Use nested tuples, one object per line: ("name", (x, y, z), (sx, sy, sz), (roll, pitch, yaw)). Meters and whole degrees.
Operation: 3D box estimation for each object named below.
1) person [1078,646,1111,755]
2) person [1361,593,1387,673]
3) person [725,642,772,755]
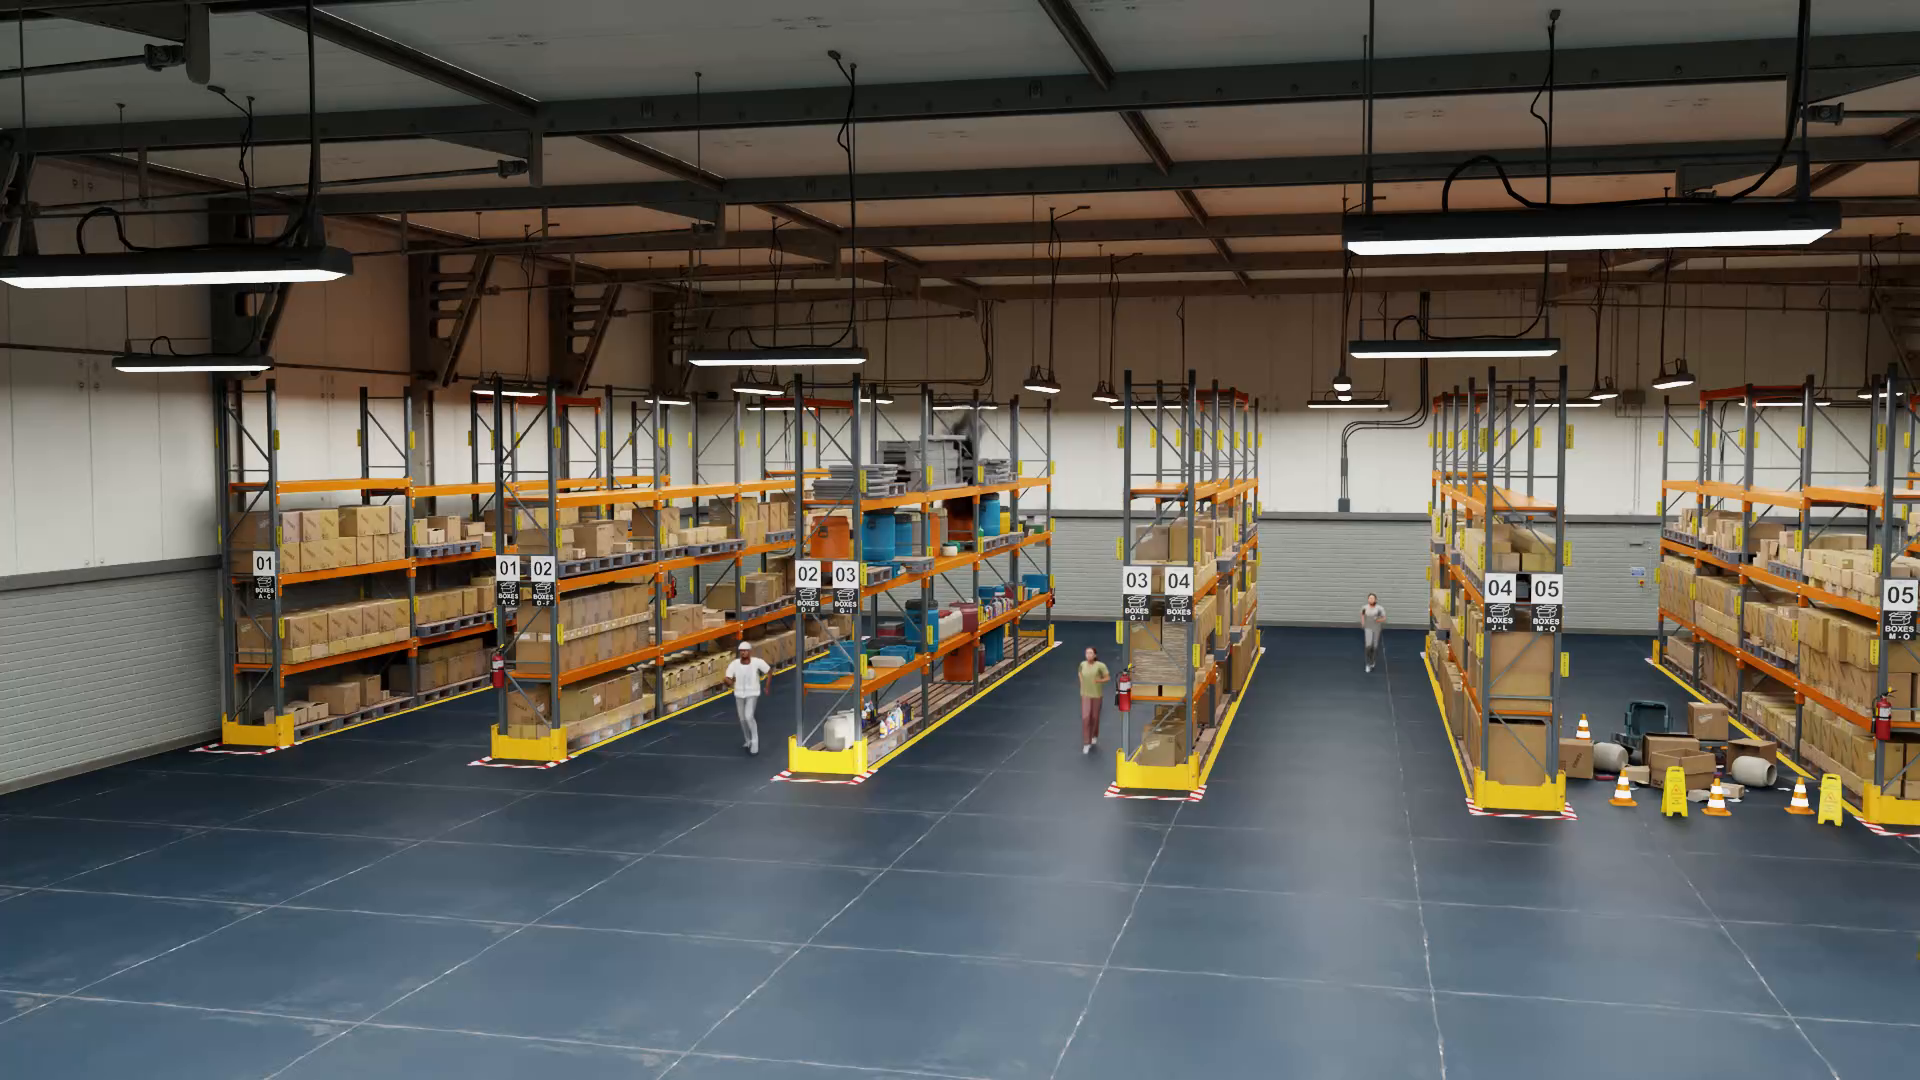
("person", (2.158, 2.554, 26.849), (0.555, 1.703, 0.874), (1, 4, 13))
("person", (8.973, 2.008, 36.102), (0.552, 1.720, 0.750), (1, 4, 15))
("person", (-3.427, 2.523, 26.629), (0.700, 1.788, 0.737), (1, 4, 13))
